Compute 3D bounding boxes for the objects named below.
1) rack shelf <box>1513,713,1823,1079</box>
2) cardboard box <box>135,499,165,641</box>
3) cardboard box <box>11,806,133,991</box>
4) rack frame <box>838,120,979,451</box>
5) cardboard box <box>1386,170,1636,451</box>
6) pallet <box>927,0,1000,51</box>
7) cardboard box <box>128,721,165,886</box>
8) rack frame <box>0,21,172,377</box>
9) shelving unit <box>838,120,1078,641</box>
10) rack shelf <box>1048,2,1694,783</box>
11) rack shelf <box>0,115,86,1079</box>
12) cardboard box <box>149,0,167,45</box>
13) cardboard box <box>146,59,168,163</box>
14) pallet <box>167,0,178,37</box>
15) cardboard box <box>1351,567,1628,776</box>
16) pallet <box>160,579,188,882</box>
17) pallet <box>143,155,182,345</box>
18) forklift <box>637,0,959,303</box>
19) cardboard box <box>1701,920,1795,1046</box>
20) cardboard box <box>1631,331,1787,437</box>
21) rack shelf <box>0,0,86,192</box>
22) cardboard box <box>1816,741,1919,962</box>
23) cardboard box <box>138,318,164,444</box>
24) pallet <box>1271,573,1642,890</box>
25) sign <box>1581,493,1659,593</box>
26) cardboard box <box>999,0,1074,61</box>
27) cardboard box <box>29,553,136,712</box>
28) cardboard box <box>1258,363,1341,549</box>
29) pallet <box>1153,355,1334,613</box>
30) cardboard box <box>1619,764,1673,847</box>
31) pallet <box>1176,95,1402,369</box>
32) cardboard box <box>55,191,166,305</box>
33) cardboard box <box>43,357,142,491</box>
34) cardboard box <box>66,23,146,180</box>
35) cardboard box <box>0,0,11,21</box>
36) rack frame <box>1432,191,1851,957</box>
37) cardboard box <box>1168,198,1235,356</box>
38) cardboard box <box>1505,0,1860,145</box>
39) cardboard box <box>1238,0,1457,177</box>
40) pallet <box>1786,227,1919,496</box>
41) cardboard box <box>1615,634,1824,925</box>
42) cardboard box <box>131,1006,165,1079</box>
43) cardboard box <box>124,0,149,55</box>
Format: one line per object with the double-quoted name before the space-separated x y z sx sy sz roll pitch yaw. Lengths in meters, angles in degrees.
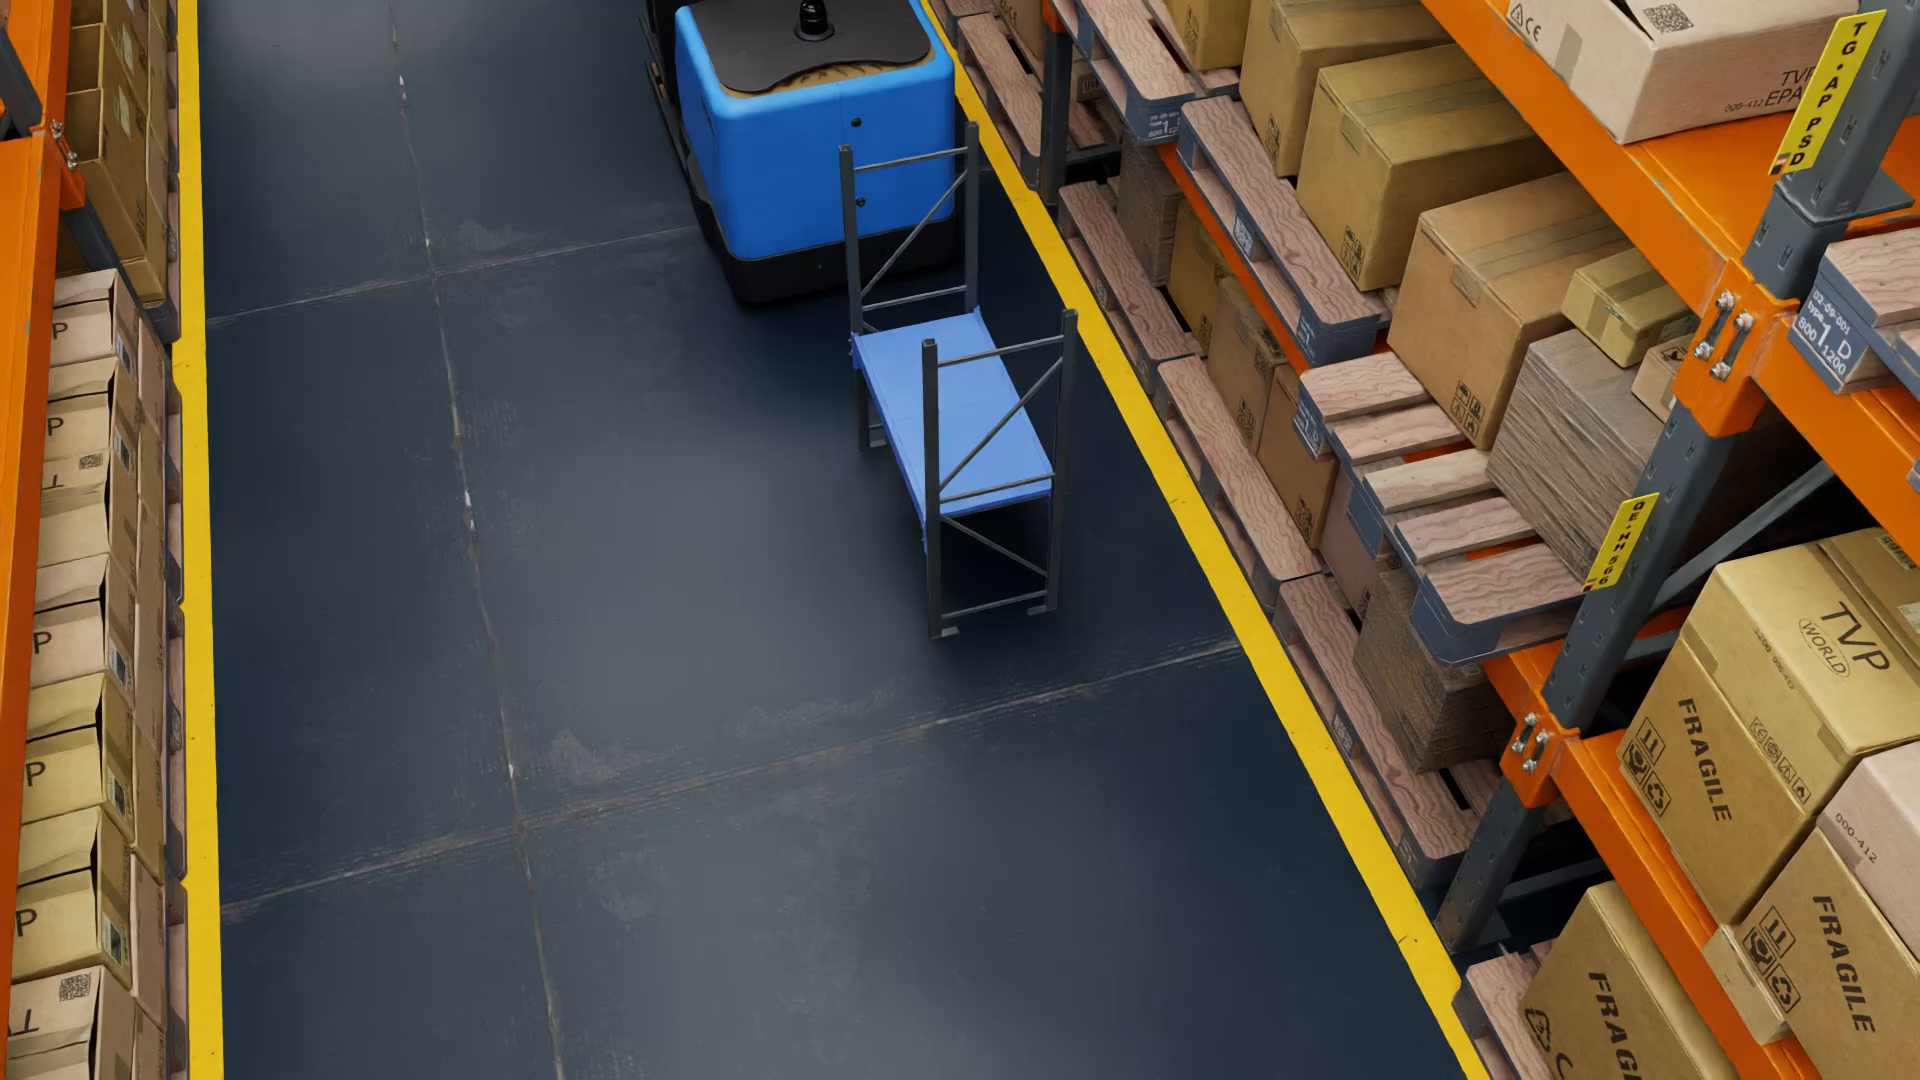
"rack shelf" 2.642 1.920 3.430 1.077 0.370 4.000 -13 51 -11
"cardboard box" -3.164 0.160 5.967 0.500 0.250 0.500 -12 51 -10
"cardboard box" -2.718 1.089 4.817 0.500 0.311 0.500 -14 51 -12
"rack frame" -0.176 -0.917 6.332 0.500 1.500 0.032 -13 51 -11
"cardboard box" 1.711 -0.690 4.806 0.700 0.500 0.500 -18 52 -14
"pallet" 0.271 -3.171 9.075 1.003 0.211 1.213 -13 51 -11
"cardboard box" -2.864 0.906 5.337 0.500 0.250 0.500 -15 51 -12
"rack frame" -3.863 -1.572 5.903 1.000 3.000 0.127 -13 51 -11
"shelving unit" -0.025 -0.546 6.019 0.538 1.500 1.048 -13 51 -11
"rack shelf" 1.459 -1.002 5.893 1.077 0.370 4.000 -13 51 -11
"rack shelf" -3.272 0.121 4.946 1.077 0.370 4.000 -13 51 -11
"cardboard box" -4.297 -2.690 8.369 0.500 0.250 0.500 -13 51 -11
"cardboard box" -3.997 -1.961 7.755 0.500 0.250 0.500 -13 51 -11
"pallet" -4.780 -3.045 8.969 1.003 0.211 1.213 -13 51 -11
"cardboard box" 1.788 0.377 5.607 0.700 0.500 0.500 -13 51 -10
"pallet" -3.244 0.749 5.770 1.003 0.211 1.213 -13 51 -11
"pallet" -4.059 -1.263 7.467 1.003 0.211 1.213 -13 51 -11
"forklift" -0.950 -3.147 7.275 1.130 2.935 3.031 -14 51 -12
"cardboard box" 1.991 0.994 3.891 0.380 0.149 0.250 -12 51 -10
"cardboard box" 1.920 -0.401 4.139 0.380 0.149 0.250 -19 53 -16
"rack shelf" -4.455 -2.801 7.409 1.077 0.370 4.000 -13 51 -11
"cardboard box" 2.098 0.633 3.281 0.500 0.250 0.500 -14 51 -11
"cardboard box" -3.464 -0.584 6.593 0.500 0.250 0.500 -14 51 -11
"pallet" 1.821 0.555 5.934 1.003 0.211 1.213 -13 51 -11
"sign" 1.535 0.009 3.865 0.100 0.325 0.005 -13 51 -11
"cardboard box" 0.522 -2.780 8.268 0.500 0.500 0.500 -17 52 -14
"cardboard box" -3.019 0.341 5.447 0.500 0.311 0.500 -14 51 -11
"cardboard box" 1.573 -0.382 6.247 0.700 0.500 0.500 -14 51 -11
"pallet" 1.464 -0.335 6.684 1.003 0.211 1.213 -13 51 -11
"cardboard box" 1.927 0.594 4.228 0.380 0.149 0.250 -14 51 -12
"pallet" 1.426 -1.148 5.671 1.003 0.211 1.213 -13 51 -11
"cardboard box" -3.711 -1.228 7.137 0.500 0.250 0.500 -13 51 -11
"cardboard box" -3.310 -0.392 6.065 0.500 0.311 0.500 -12 51 -10
"cardboard box" -3.857 -1.835 7.158 0.500 0.500 0.500 -13 51 -11
"cardboard box" -4.163 -2.310 6.460 0.700 0.500 0.500 -14 51 -11
"rack frame" 2.051 0.227 4.386 1.000 3.000 0.127 -13 51 -11
"cardboard box" 1.302 -1.131 6.878 0.700 0.500 0.500 -14 51 -12
"cardboard box" 1.580 -1.182 3.658 0.500 0.311 0.500 -13 51 -11
"cardboard box" 1.369 -1.606 5.578 0.700 0.500 0.500 -7 50 -6
"pallet" 2.292 -0.221 2.926 1.213 0.211 1.003 -11 51 -9
"cardboard box" 1.950 0.505 3.879 0.500 0.500 0.500 -12 51 -10
"cardboard box" -2.555 1.652 4.709 0.500 0.250 0.500 -13 51 -11
"cardboard box" -4.147 -2.567 7.775 0.500 0.500 0.500 -13 51 -11
